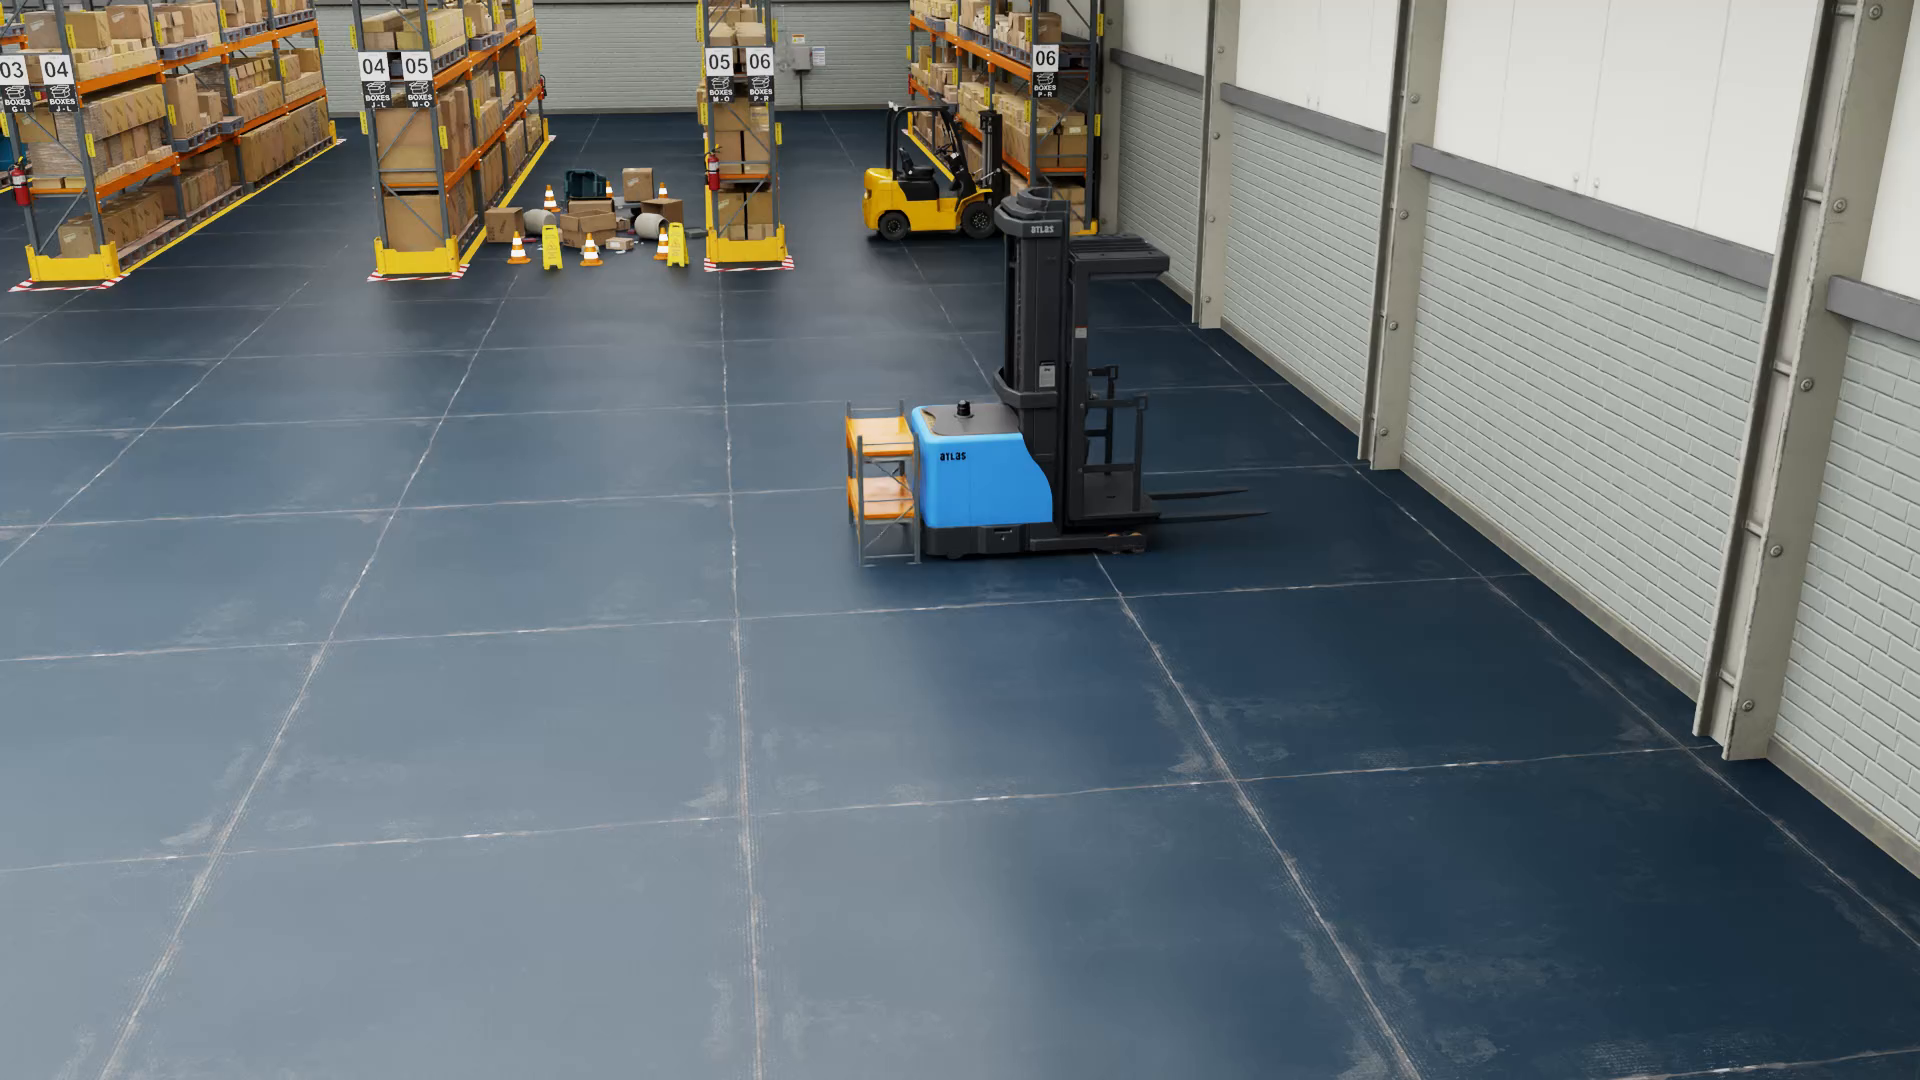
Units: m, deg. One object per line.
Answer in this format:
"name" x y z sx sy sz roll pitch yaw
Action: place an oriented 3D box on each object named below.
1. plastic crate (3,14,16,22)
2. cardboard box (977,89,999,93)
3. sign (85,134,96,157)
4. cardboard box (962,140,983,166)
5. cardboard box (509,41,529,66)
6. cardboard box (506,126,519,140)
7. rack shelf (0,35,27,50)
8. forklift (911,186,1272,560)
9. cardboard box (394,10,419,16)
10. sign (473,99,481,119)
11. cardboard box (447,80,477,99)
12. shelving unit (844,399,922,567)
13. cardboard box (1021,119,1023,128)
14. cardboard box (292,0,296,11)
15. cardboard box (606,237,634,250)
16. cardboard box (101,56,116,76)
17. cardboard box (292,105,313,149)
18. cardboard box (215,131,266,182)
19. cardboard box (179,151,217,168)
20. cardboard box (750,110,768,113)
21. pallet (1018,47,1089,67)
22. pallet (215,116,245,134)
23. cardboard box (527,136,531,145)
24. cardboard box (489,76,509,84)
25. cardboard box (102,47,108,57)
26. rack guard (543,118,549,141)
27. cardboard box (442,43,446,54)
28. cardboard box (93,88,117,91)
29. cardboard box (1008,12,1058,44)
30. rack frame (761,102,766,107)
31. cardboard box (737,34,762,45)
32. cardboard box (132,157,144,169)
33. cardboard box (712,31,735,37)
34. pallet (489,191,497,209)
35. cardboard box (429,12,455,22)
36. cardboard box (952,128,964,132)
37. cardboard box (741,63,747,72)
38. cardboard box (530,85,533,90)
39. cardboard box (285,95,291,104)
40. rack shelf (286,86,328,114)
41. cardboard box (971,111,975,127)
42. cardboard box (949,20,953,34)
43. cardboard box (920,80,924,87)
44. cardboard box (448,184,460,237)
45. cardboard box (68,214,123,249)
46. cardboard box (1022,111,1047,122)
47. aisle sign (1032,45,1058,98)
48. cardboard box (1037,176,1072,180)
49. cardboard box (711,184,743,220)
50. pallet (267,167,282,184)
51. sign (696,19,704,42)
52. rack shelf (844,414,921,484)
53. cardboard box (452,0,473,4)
"plastic crate" -20.316 -11.133 35.694 0.437 0.282 0.530 -3 21 -8
"cardboard box" 0.526 -8.492 31.670 0.380 0.149 0.250 -3 21 -8
"sign" -12.586 -5.710 24.053 0.100 0.325 0.005 -3 21 -8
"cardboard box" 0.518 -7.666 33.321 0.875 0.625 0.625 -2 21 -6
"cardboard box" -9.885 -10.824 36.988 0.500 0.500 0.500 -3 21 -7
"cardboard box" -9.421 -8.418 34.441 0.500 0.250 0.500 -4 21 -10
"rack shelf" -19.465 -9.557 32.333 1.077 0.370 4.000 -3 21 -8
"forklift" 1.133 -1.435 13.944 3.031 2.935 1.130 -3 21 -8
"cardboard box" -9.022 -8.550 27.084 0.380 0.149 0.250 -3 21 -8
"sign" -8.227 -7.348 28.326 0.100 0.325 0.005 -3 21 -8
"cardboard box" -9.002 -7.917 29.627 0.700 0.500 0.500 -3 21 -7
"shelving unit" -0.655 -0.496 14.011 0.538 1.125 1.048 -3 21 -8
"cardboard box" 1.200 -6.751 27.009 0.380 0.149 0.250 -3 21 -8
"cardboard box" -15.339 -12.134 37.317 0.700 0.500 0.500 -4 21 -10
"cardboard box" -5.504 -4.793 26.910 0.380 0.149 0.250 8 22 20
"cardboard box" -13.084 -7.141 25.051 0.500 0.250 0.500 -3 21 -8
"cardboard box" -14.998 -9.177 37.010 0.875 0.875 0.875 -3 21 -8
"cardboard box" -14.355 -7.488 32.488 1.225 0.875 0.875 -4 21 -10
"cardboard box" -14.063 -7.019 30.669 0.500 0.250 0.500 -1 20 -2
"cardboard box" -3.502 -7.028 28.253 0.500 0.500 0.500 -2 21 -6
"pallet" 1.519 -7.638 26.293 1.003 0.211 1.213 -3 21 -8
"pallet" -14.068 -7.715 30.934 1.213 0.211 1.003 -3 21 -8
"cardboard box" -9.665 -8.789 36.584 0.380 0.149 0.250 -2 21 -5
"cardboard box" -9.534 -9.516 34.391 0.380 0.149 0.250 -4 21 -10
"cardboard box" -13.087 -7.357 25.059 0.380 0.149 0.250 -4 21 -10
"rack guard" -10.495 -9.834 39.906 1.175 0.500 0.348 -3 21 -8
"cardboard box" -8.078 -7.507 25.432 0.380 0.149 0.250 -3 21 -8
"cardboard box" -13.812 -6.974 26.680 0.500 0.500 0.500 -3 21 -8
"cardboard box" 1.195 -8.430 27.397 0.797 0.503 0.637 -2 21 -6
"rack frame" -3.893 -7.161 29.177 1.000 3.000 0.127 -3 21 -8
"cardboard box" -3.217 -7.657 25.437 0.380 0.149 0.250 -3 21 -8
"cardboard box" -13.176 -5.964 26.331 0.380 0.149 0.250 -3 21 -8
"cardboard box" -3.725 -7.894 26.071 0.380 0.149 0.250 -3 21 -8
"pallet" -9.141 -6.257 30.742 1.003 0.211 1.213 -3 21 -8
"cardboard box" -8.261 -8.320 26.469 0.380 0.149 0.250 -3 21 -8
"cardboard box" 0.026 -8.652 35.214 0.380 0.149 0.250 -3 21 -9
"cardboard box" -3.169 -7.282 25.571 0.380 0.149 0.250 -4 21 -9
"cardboard box" -10.061 -10.461 38.371 0.380 0.149 0.250 -4 21 -10
"cardboard box" -14.566 -9.433 35.618 0.380 0.149 0.250 -3 21 -8
"rack shelf" -15.141 -9.787 37.235 1.077 0.370 4.000 -3 21 -8
"cardboard box" 0.486 -8.030 31.716 0.500 0.250 0.500 -2 21 -6
"cardboard box" 0.055 -10.472 33.969 0.500 0.250 0.500 -3 21 -8
"cardboard box" -0.741 -10.784 39.235 0.380 0.149 0.250 -2 21 -7
"cardboard box" -8.492 -5.229 26.440 0.875 0.875 0.875 -3 21 -9
"cardboard box" -13.316 -4.725 25.626 0.500 0.500 0.500 2 21 6
"cardboard box" 1.204 -6.805 26.727 0.380 0.149 0.250 -2 21 -7
"aisle sign" 1.314 -7.208 25.588 0.394 0.787 0.004 -3 21 -8
"cardboard box" 1.576 -5.928 27.774 0.500 0.250 0.500 -3 21 -8
"cardboard box" -3.768 -5.481 26.936 0.500 0.500 0.500 -2 21 -6
"pallet" -14.487 -7.438 33.904 1.003 0.211 1.213 -3 21 -8
"sign" -3.868 -7.575 24.733 0.100 0.325 0.005 -3 21 -8
"rack shelf" -0.655 -0.770 13.909 0.538 0.278 1.000 -3 21 -8
"cardboard box" -9.874 -10.644 32.976 0.396 0.266 0.258 -3 21 -8
